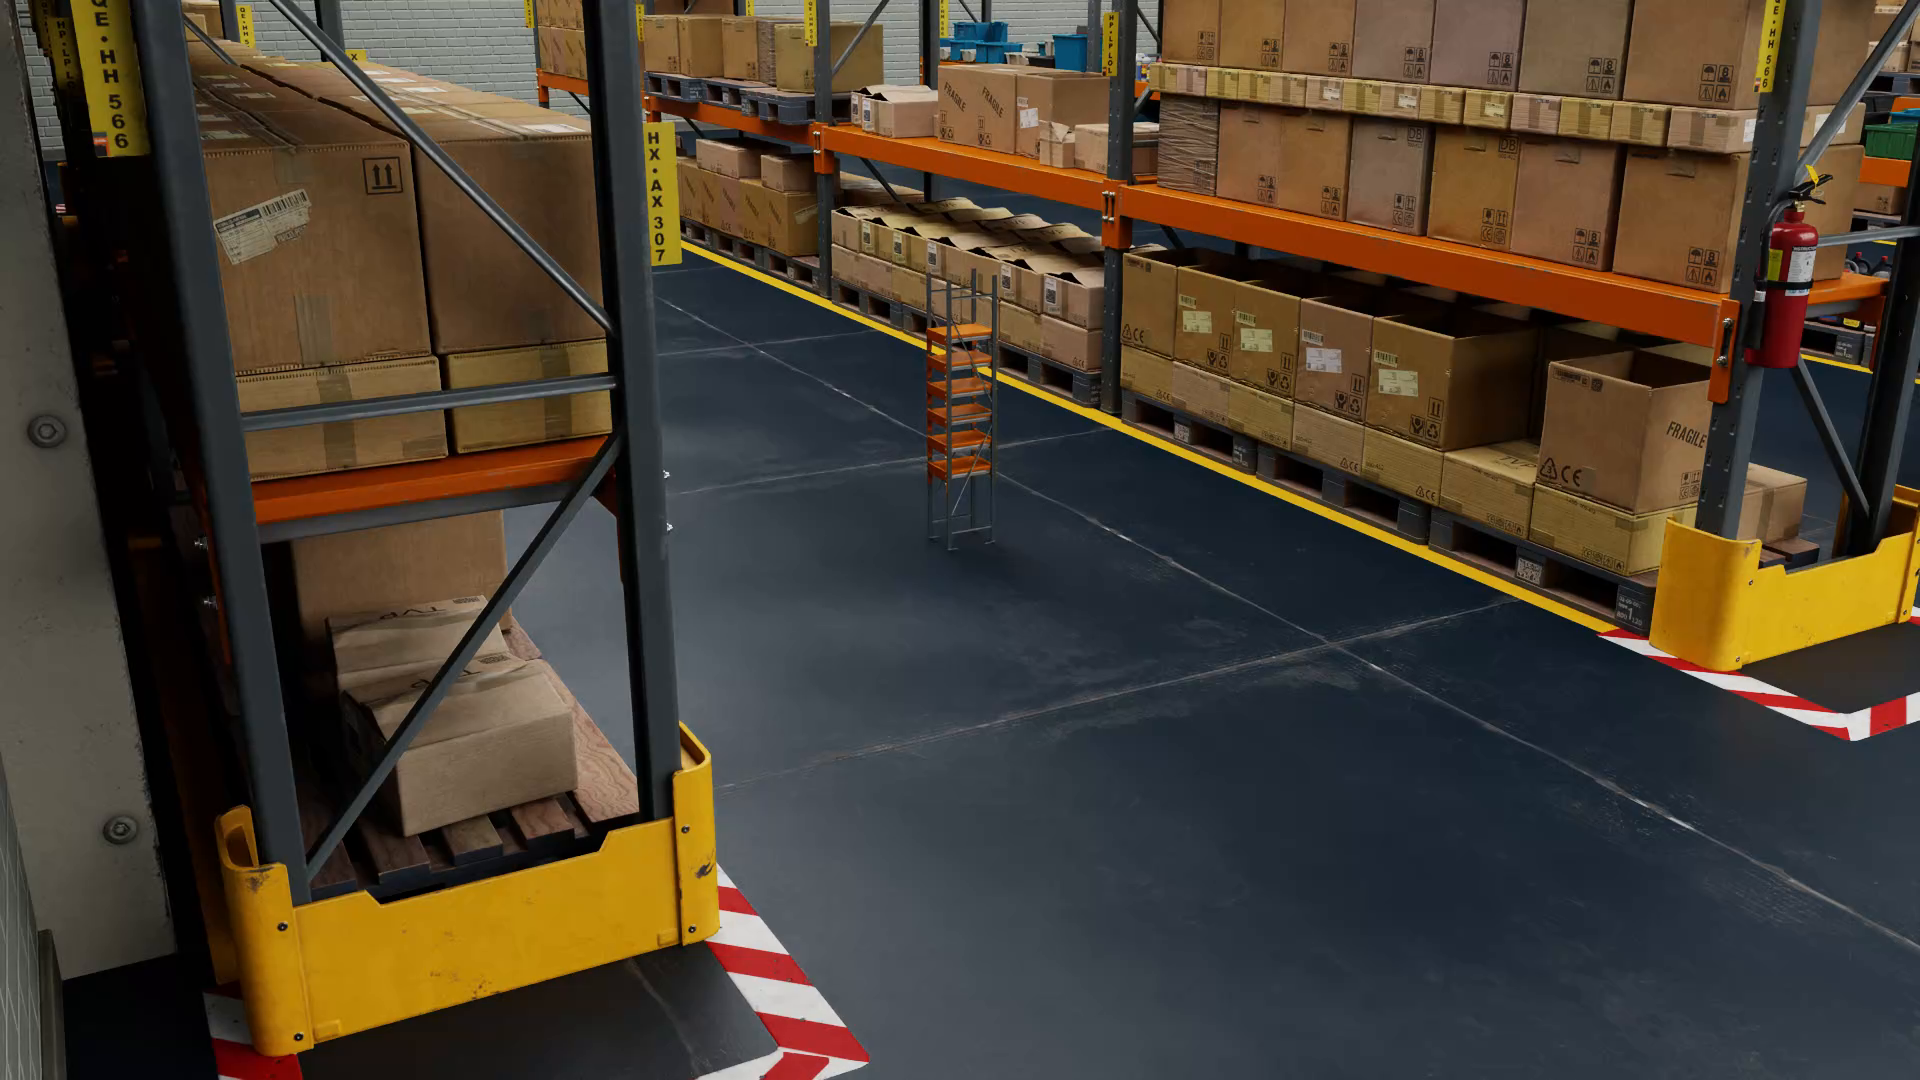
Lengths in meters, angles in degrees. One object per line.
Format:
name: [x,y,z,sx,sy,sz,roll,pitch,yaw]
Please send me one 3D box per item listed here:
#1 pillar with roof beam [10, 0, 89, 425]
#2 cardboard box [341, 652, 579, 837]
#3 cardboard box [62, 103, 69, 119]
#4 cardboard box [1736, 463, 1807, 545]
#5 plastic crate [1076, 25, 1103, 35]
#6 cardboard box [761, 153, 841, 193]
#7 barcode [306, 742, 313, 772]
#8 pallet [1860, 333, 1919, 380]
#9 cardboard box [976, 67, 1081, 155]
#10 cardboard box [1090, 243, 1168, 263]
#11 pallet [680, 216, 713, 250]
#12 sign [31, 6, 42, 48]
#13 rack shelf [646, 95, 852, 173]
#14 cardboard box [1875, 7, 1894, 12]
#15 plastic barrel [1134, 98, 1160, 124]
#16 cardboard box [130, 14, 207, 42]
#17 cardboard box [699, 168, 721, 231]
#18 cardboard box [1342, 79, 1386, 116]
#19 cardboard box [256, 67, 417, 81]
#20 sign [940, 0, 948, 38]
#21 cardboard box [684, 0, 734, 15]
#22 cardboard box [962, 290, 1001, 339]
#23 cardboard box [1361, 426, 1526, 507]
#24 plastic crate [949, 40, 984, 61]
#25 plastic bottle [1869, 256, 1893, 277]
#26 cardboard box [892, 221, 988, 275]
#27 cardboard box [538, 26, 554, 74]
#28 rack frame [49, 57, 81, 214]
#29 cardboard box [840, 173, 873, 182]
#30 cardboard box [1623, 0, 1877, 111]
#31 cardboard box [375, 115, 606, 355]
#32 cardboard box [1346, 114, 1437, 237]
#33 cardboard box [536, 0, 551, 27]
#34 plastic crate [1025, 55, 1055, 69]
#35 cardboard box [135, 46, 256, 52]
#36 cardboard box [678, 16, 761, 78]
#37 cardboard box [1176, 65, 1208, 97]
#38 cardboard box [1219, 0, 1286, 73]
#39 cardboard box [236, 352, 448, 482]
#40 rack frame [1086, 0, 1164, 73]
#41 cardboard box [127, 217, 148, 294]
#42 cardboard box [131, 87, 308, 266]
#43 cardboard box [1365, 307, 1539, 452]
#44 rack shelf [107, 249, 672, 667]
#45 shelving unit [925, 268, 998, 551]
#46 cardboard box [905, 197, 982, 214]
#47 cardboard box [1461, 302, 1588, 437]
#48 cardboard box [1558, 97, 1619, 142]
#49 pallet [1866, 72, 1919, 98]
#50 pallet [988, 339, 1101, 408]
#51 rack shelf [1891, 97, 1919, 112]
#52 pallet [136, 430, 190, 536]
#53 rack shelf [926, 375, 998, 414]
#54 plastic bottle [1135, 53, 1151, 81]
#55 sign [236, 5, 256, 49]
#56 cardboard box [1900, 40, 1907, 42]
pillar with roof beam: [-1.334,-5.600,9.896,9.100,9.000,0.400,-10,21,-27]
cardboard box: [-1.429,0.543,4.740,0.500,0.311,0.500,-13,23,-33]
cardboard box: [-6.866,-3.422,13.136,0.380,0.149,0.250,-11,22,-28]
cardboard box: [3.119,-0.163,6.910,0.500,0.250,0.500,-10,21,-27]
plastic crate: [1.637,-5.641,19.022,0.402,0.464,0.583,-10,21,-27]
cardboard box: [-1.302,-3.001,13.570,0.500,0.250,0.500,-9,21,-25]
barcode: [-1.790,0.595,4.574,0.001,0.075,0.075,-10,21,-27]
pallet: [6.505,-1.123,10.393,1.003,0.211,1.213,-10,21,-27]
cardboard box: [0.440,-2.790,10.796,0.500,0.500,0.500,-10,21,-27]
cardboard box: [1.068,-1.690,10.474,0.500,0.311,0.500,-10,22,-27]
pallet: [-2.101,-2.975,15.762,1.003,0.211,1.213,-10,21,-27]
sign: [-7.366,-4.113,13.335,0.100,0.325,0.005,-10,21,-27]
rack shelf: [-1.571,-3.607,14.420,1.077,0.370,4.000,-10,21,-27]
cardboard box: [11.264,-6.448,20.379,0.380,0.149,0.250,-9,21,-24]
plastic barrel: [2.084,-4.335,18.001,0.600,0.901,0.708,-10,21,-27]
cardboard box: [-4.623,-2.982,9.684,0.380,0.149,0.250,-14,24,-36]
cardboard box: [-2.011,-3.075,14.933,0.500,0.500,0.500,-10,21,-26]
cardboard box: [1.974,-2.027,7.592,0.380,0.149,0.250,-10,21,-27]
cardboard box: [-2.341,-1.519,6.316,0.500,0.500,0.500,-10,21,-27]
sign: [-0.134,-4.007,12.702,0.100,0.325,0.005,-10,21,-27]
cardboard box: [-2.497,-5.220,16.306,0.500,0.500,0.500,-9,21,-25]
cardboard box: [0.345,-1.490,10.753,0.500,0.250,0.500,-9,21,-25]
cardboard box: [2.176,-0.368,7.503,0.500,0.250,0.500,-10,21,-27]
plastic crate: [0.081,-6.074,20.632,0.416,0.233,0.300,-10,21,-27]
plastic bottle: [6.290,-1.751,11.326,0.144,0.351,0.185,-11,22,-29]
cardboard box: [-0.134,-2.045,11.502,0.500,0.311,0.500,-11,22,-28]
cardboard box: [-4.441,-5.548,18.791,0.500,0.500,0.500,-9,21,-26]
rack frame: [-8.778,-4.901,17.068,1.000,3.000,0.127,-10,21,-27]
cardboard box: [-1.073,-2.868,14.335,0.500,0.500,0.500,-10,22,-27]
cardboard box: [2.942,-1.888,6.194,0.700,0.500,0.500,-10,21,-26]
cardboard box: [-1.142,-0.785,4.188,0.500,0.500,0.500,-10,21,-27]
cardboard box: [2.230,-1.703,7.648,0.700,0.500,0.500,-9,21,-25]
cardboard box: [-4.441,-6.021,18.628,0.500,0.500,0.500,-9,21,-25]
plastic crate: [1.073,-5.465,19.033,0.437,0.125,0.590,-10,21,-27]
cardboard box: [-4.136,-2.372,8.911,0.700,0.500,0.500,-10,21,-27]
cardboard box: [-2.110,-4.409,14.844,0.700,0.500,0.500,-6,20,-18]
cardboard box: [1.355,-2.399,8.670,0.380,0.149,0.250,-10,21,-26]
cardboard box: [1.736,-2.614,8.297,0.700,0.500,0.500,-10,21,-27]
cardboard box: [-1.572,-0.351,4.080,0.500,0.250,0.500,-10,21,-26]
rack frame: [1.841,-5.287,18.187,1.000,3.000,0.127,-10,21,-27]
cardboard box: [-2.791,-1.083,6.202,0.500,0.250,0.500,-11,22,-28]
cardboard box: [-2.310,-1.142,5.223,0.500,0.500,0.500,-10,21,-26]
cardboard box: [2.174,-0.722,7.379,0.500,0.500,0.500,-10,21,-27]
rack shelf: [-2.130,-0.542,5.538,1.077,0.370,4.000,-10,21,-27]
shelving unit: [0.007,-0.563,7.255,0.258,1.200,0.189,-10,21,-27]
cardboard box: [-0.155,-2.424,12.602,0.500,0.311,0.500,-9,21,-25]
cardboard box: [2.631,-0.803,7.613,0.500,0.500,0.500,-10,21,-27]
cardboard box: [2.582,-1.659,6.524,0.380,0.149,0.250,-10,22,-27]
pallet: [9.075,-4.254,15.486,1.003,0.211,1.213,-10,21,-27]
pallet: [0.894,-1.112,10.362,1.003,0.211,1.213,-10,21,-27]
rack shelf: [9.049,-3.992,15.536,1.077,0.370,4.000,-10,21,-27]
pallet: [-3.450,-0.361,8.186,1.003,0.211,1.213,-10,21,-27]
rack shelf: [0.007,-0.634,7.231,0.258,0.103,0.180,-10,21,-27]
plastic bottle: [1.899,-4.932,17.347,0.152,0.276,0.135,-10,21,-27]
sign: [-4.506,-3.201,10.488,0.100,0.325,0.005,-10,21,-27]
cardboard box: [9.129,-4.604,15.770,0.396,0.266,0.258,-11,22,-28]
